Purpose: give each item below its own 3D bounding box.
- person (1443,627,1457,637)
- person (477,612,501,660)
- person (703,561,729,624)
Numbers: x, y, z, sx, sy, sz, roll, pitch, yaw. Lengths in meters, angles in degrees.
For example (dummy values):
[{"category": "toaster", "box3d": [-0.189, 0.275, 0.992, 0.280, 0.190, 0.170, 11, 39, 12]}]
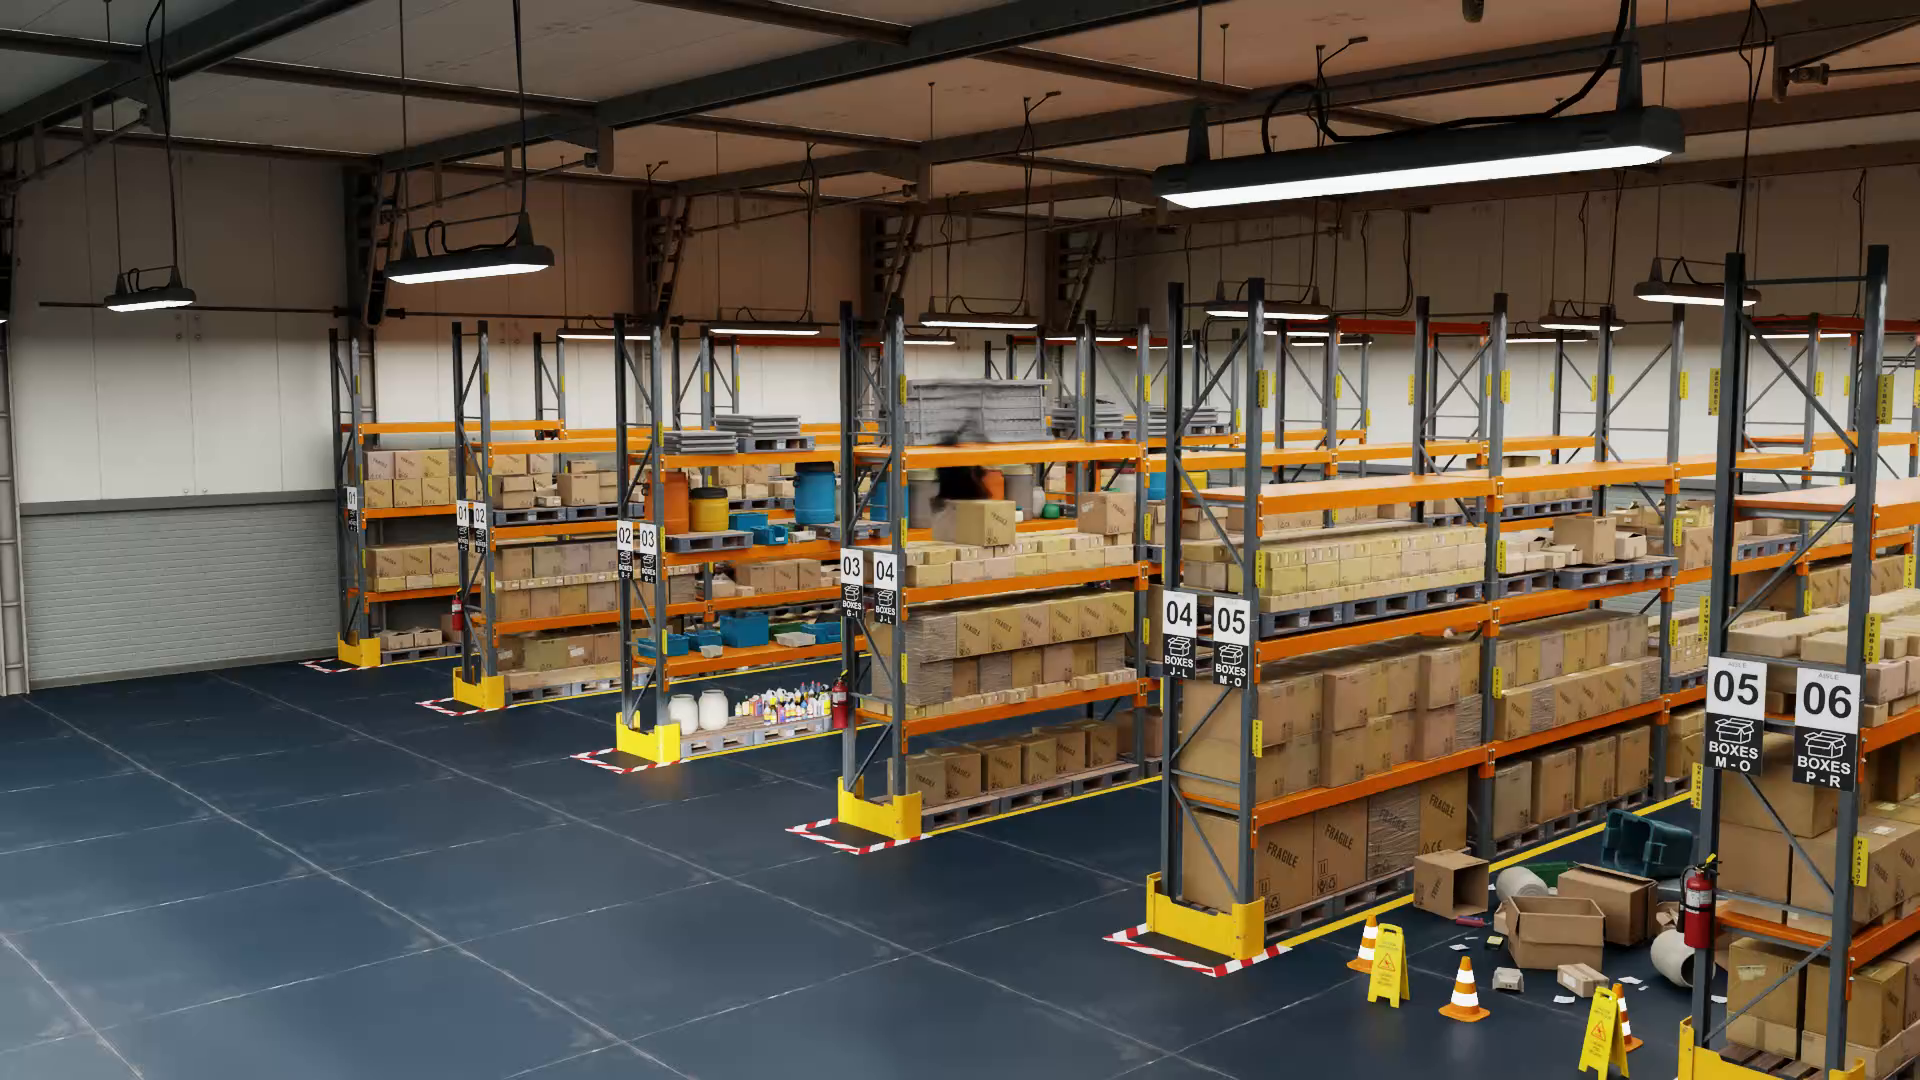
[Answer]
[{"category": "person", "box3d": [6.919, 2.037, 23.532, 0.581, 1.610, 0.641, 5, 8, 43]}, {"category": "person", "box3d": [-7.804, 1.536, 27.902, 0.672, 1.825, 0.734, 5, 7, 39]}, {"category": "person", "box3d": [-4.567, 1.222, 31.415, 0.548, 1.699, 0.684, 5, 8, 43]}]
